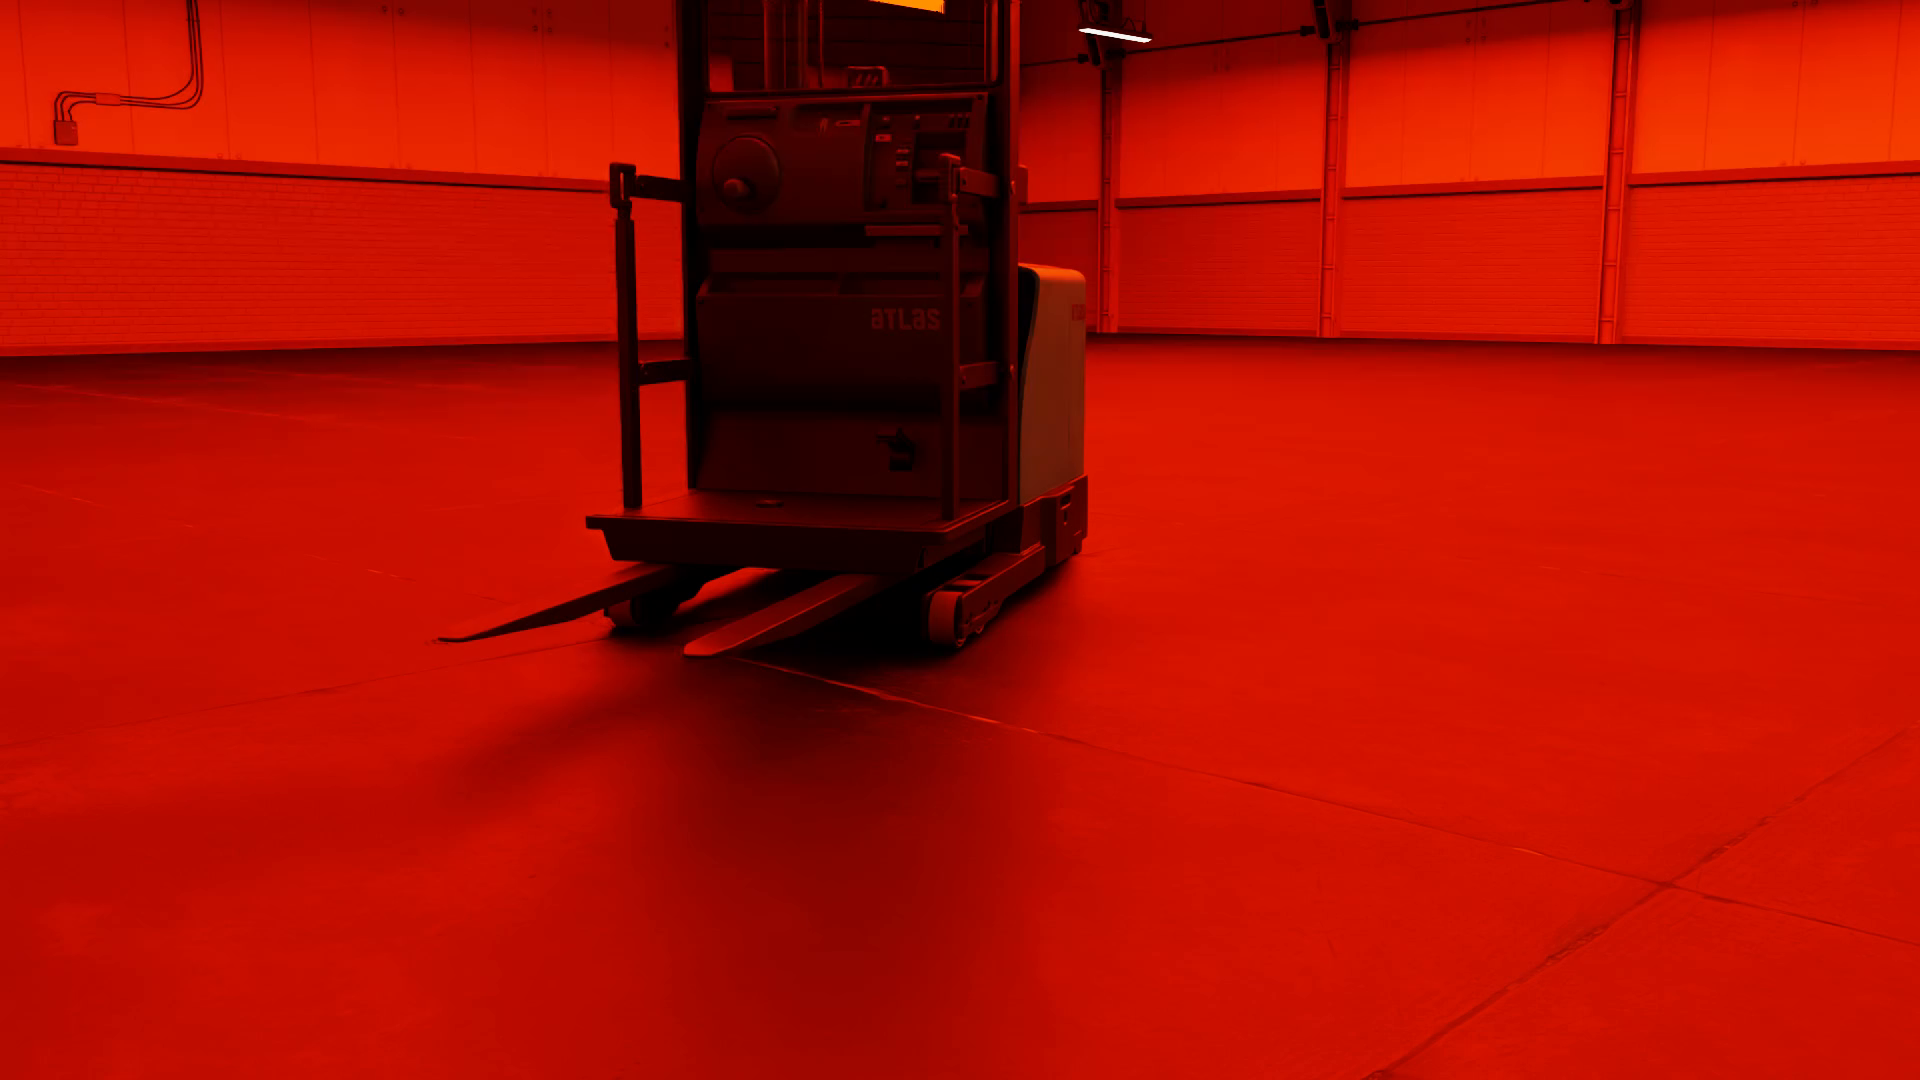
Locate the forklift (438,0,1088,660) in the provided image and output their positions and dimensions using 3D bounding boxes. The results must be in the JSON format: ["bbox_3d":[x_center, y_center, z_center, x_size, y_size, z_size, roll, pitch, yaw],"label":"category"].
[{"bbox_3d":[-0.427,-1.209,4.903,1.130,2.935,3.031,3,9,16],"label":"forklift"}]
